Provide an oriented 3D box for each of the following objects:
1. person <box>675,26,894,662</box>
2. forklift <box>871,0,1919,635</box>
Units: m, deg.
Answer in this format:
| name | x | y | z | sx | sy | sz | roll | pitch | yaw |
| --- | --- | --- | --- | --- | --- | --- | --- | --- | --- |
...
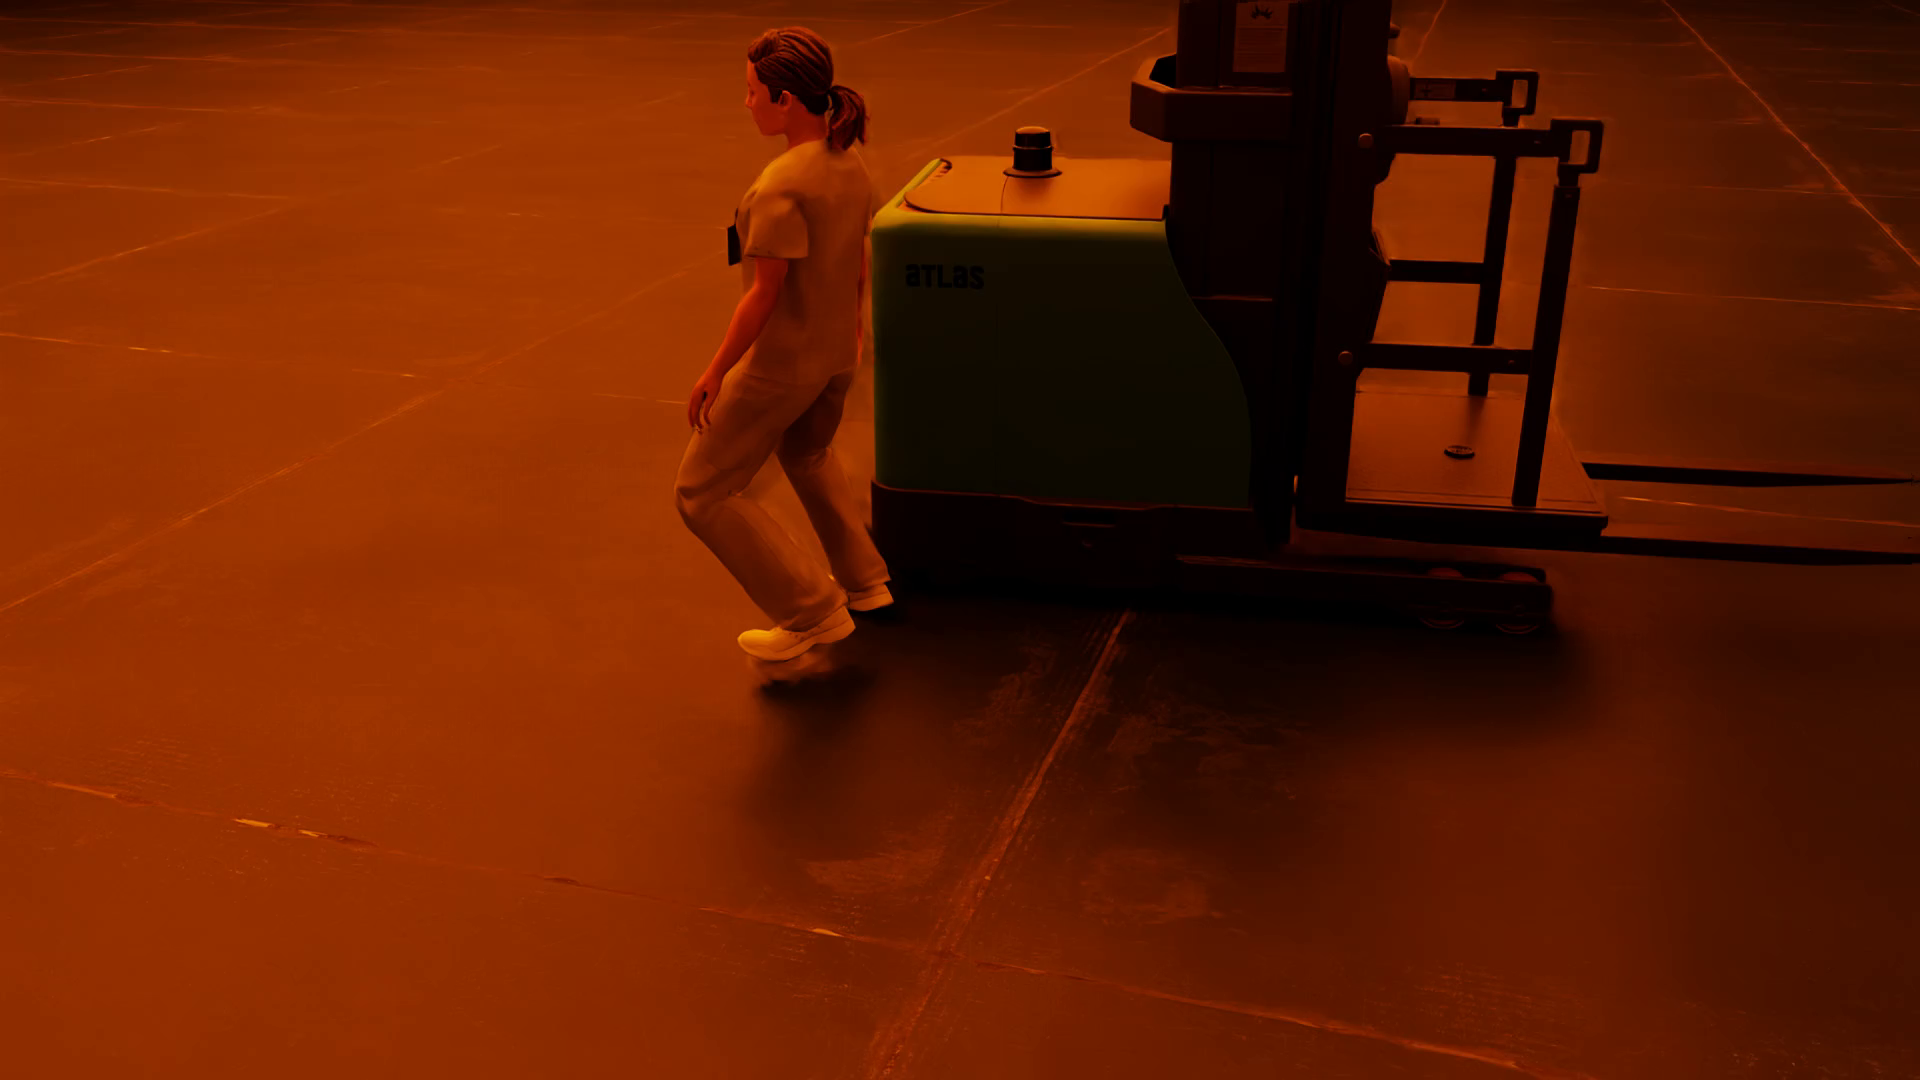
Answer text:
| name | x | y | z | sx | sy | sz | roll | pitch | yaw |
| --- | --- | --- | --- | --- | --- | --- | --- | --- | --- |
| person | -0.401 | -0.459 | 4.223 | 0.441 | 1.639 | 0.730 | 12 | 25 | 26 |
| forklift | 1.310 | -1.317 | 4.471 | 3.031 | 2.935 | 1.130 | 4 | 23 | 8 |
